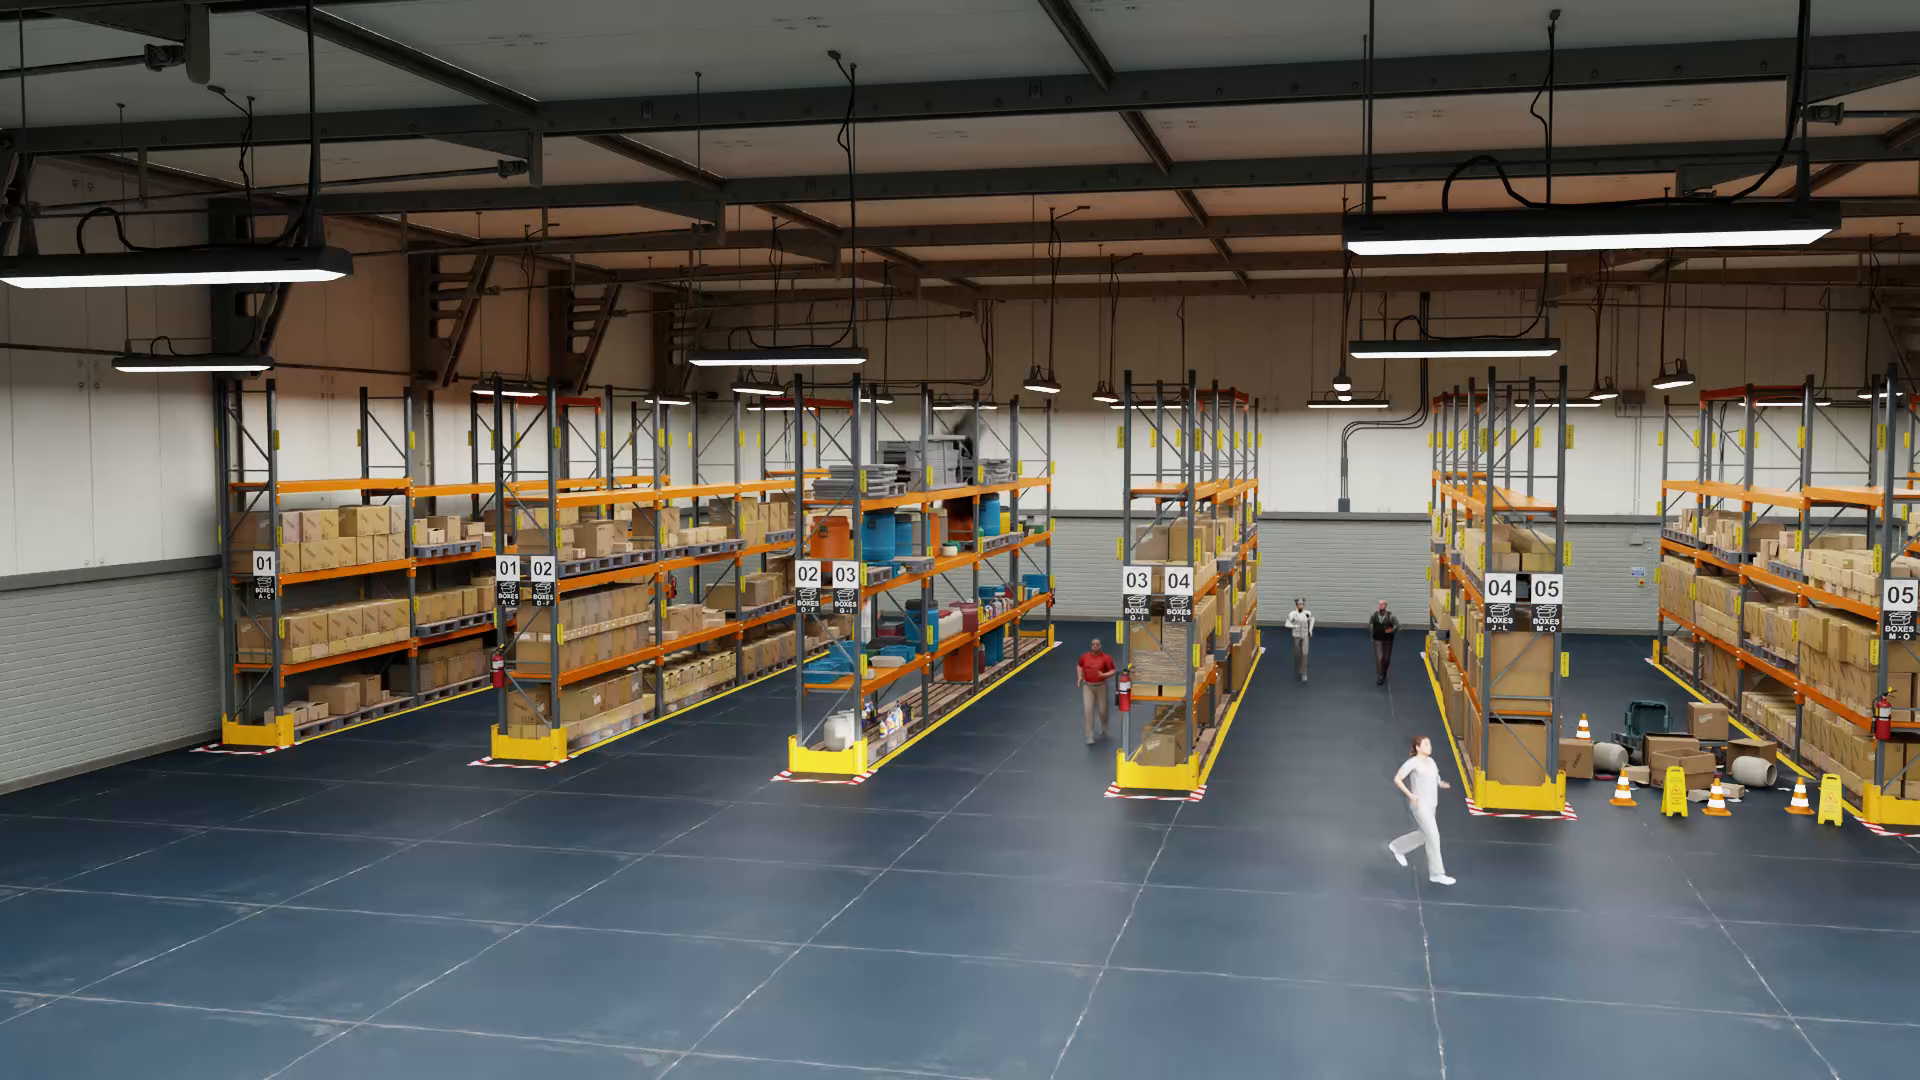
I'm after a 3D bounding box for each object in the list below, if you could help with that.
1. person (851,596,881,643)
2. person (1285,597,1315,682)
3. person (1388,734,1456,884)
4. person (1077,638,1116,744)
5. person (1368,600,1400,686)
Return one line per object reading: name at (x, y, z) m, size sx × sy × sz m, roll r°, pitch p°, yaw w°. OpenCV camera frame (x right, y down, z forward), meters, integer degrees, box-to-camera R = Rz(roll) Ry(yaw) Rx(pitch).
person at (-2.076, 1.937, 36.258) m, size 0.640 × 1.750 × 0.604 m, roll 0°, pitch 3°, yaw 4°
person at (7.112, 2.063, 34.796) m, size 0.607 × 1.720 × 0.819 m, roll 1°, pitch 3°, yaw 10°
person at (5.249, 3.026, 18.929) m, size 0.574 × 1.644 × 0.929 m, roll -3°, pitch 5°, yaw -41°
person at (2.249, 2.480, 27.604) m, size 0.672 × 1.701 × 0.932 m, roll 1°, pitch 3°, yaw 11°
person at (8.733, 2.094, 34.271) m, size 0.652 × 1.731 × 0.862 m, roll 1°, pitch 4°, yaw 19°
